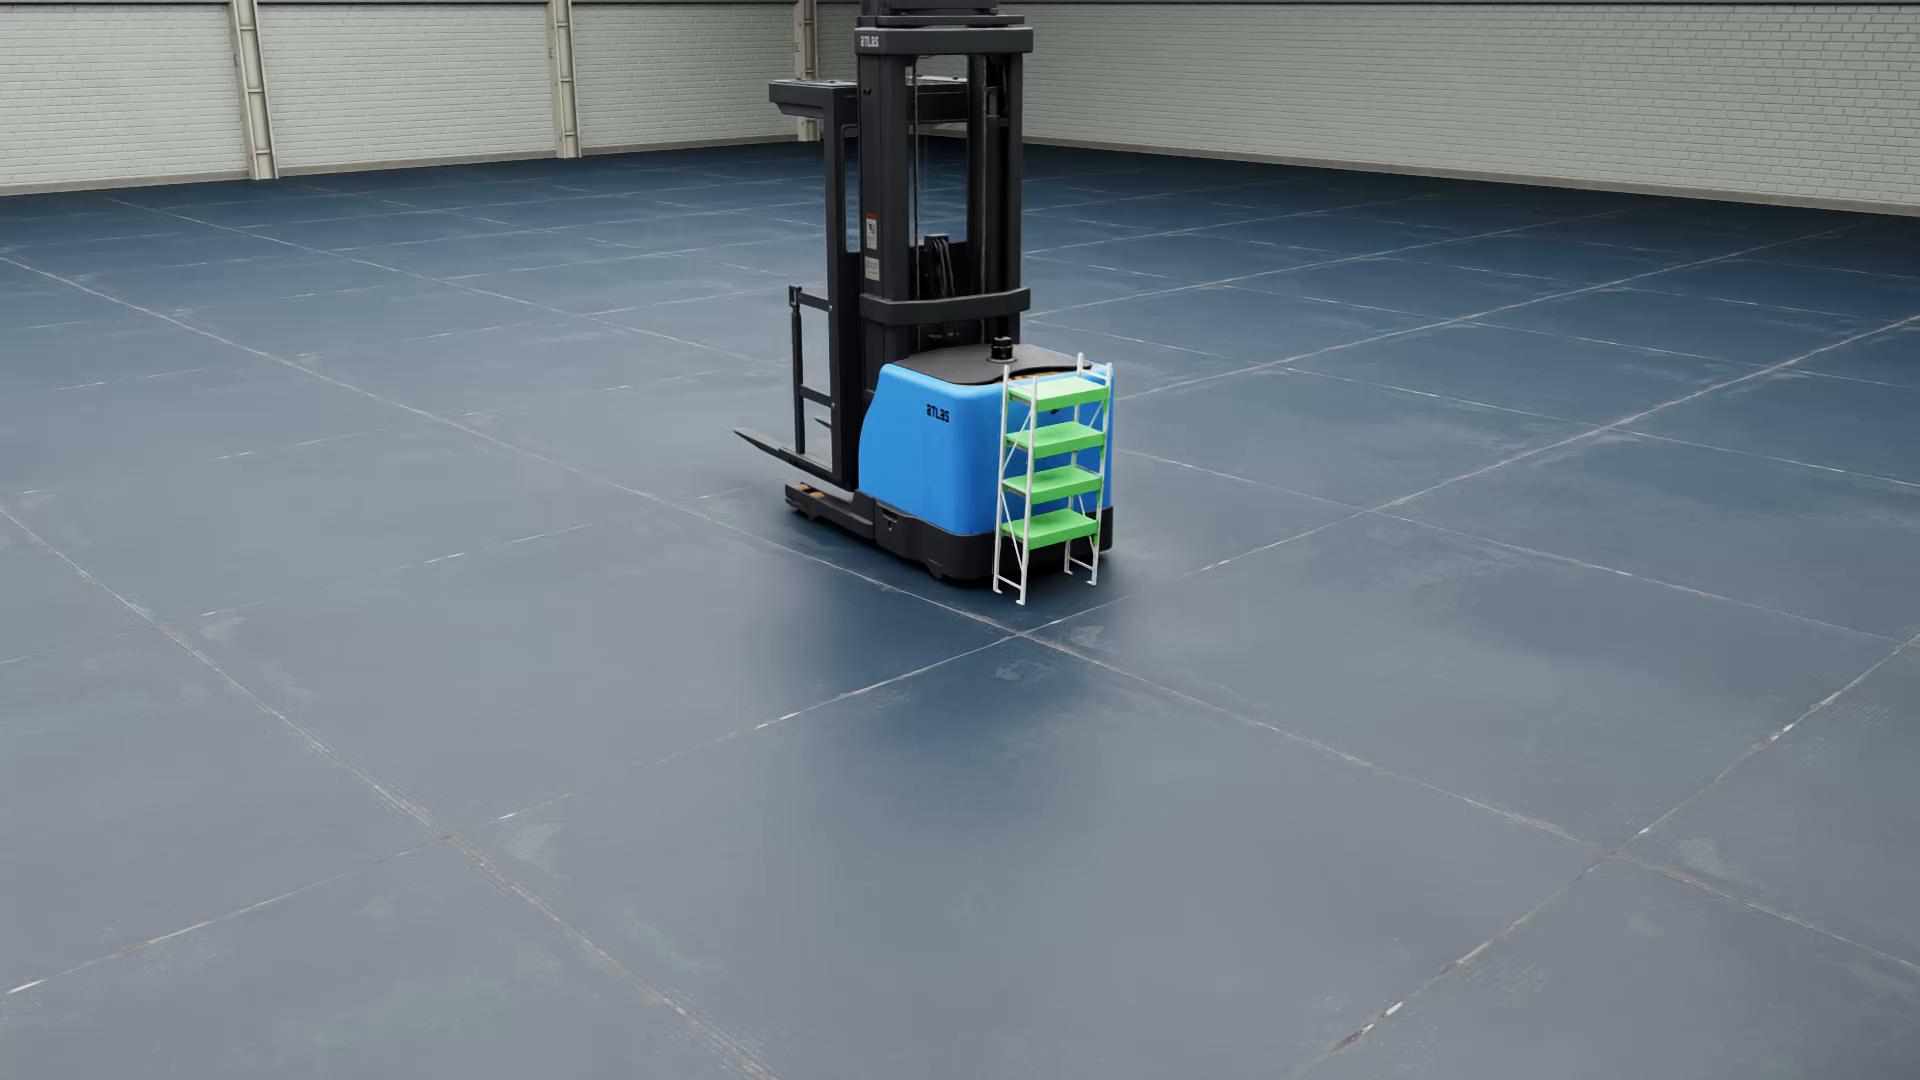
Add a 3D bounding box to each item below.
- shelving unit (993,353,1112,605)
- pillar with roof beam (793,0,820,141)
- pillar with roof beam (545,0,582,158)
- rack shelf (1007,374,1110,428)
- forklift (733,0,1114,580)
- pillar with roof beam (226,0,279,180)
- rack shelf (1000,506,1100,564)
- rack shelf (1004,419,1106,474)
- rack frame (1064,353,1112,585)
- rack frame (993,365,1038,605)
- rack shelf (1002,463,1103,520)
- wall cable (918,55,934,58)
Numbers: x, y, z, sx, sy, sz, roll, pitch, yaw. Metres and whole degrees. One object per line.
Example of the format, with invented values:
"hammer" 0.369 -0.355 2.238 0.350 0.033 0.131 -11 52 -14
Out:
"shelving unit" 0.467 -0.312 8.477 0.503 1.200 0.258 -14 26 -36
"pillar with roof beam" -0.378 -12.120 32.277 0.400 9.000 9.100 -16 24 -41
"pillar with roof beam" -4.738 -10.849 28.355 0.400 9.000 9.100 -16 24 -41
"rack shelf" 0.484 -0.701 8.329 0.480 0.148 0.258 -14 26 -36
"forklift" -0.392 -1.586 9.623 1.130 2.935 3.031 -12 21 -32
"pillar with roof beam" -9.098 -9.578 24.434 0.400 9.000 9.100 -16 24 -41
"rack shelf" 0.456 -0.029 8.585 0.480 0.148 0.258 -14 26 -36
"rack shelf" 0.474 -0.477 8.414 0.480 0.148 0.258 -14 26 -36
"rack frame" 0.660 -0.359 8.619 0.015 1.200 0.240 -14 26 -36
"rack frame" 0.275 -0.266 8.335 0.015 1.200 0.240 -14 26 -36
"rack shelf" 0.465 -0.253 8.500 0.480 0.148 0.258 -14 26 -36
"wall cable" -0.287 -11.936 36.742 0.112 2.526 3.097 -16 24 -41
